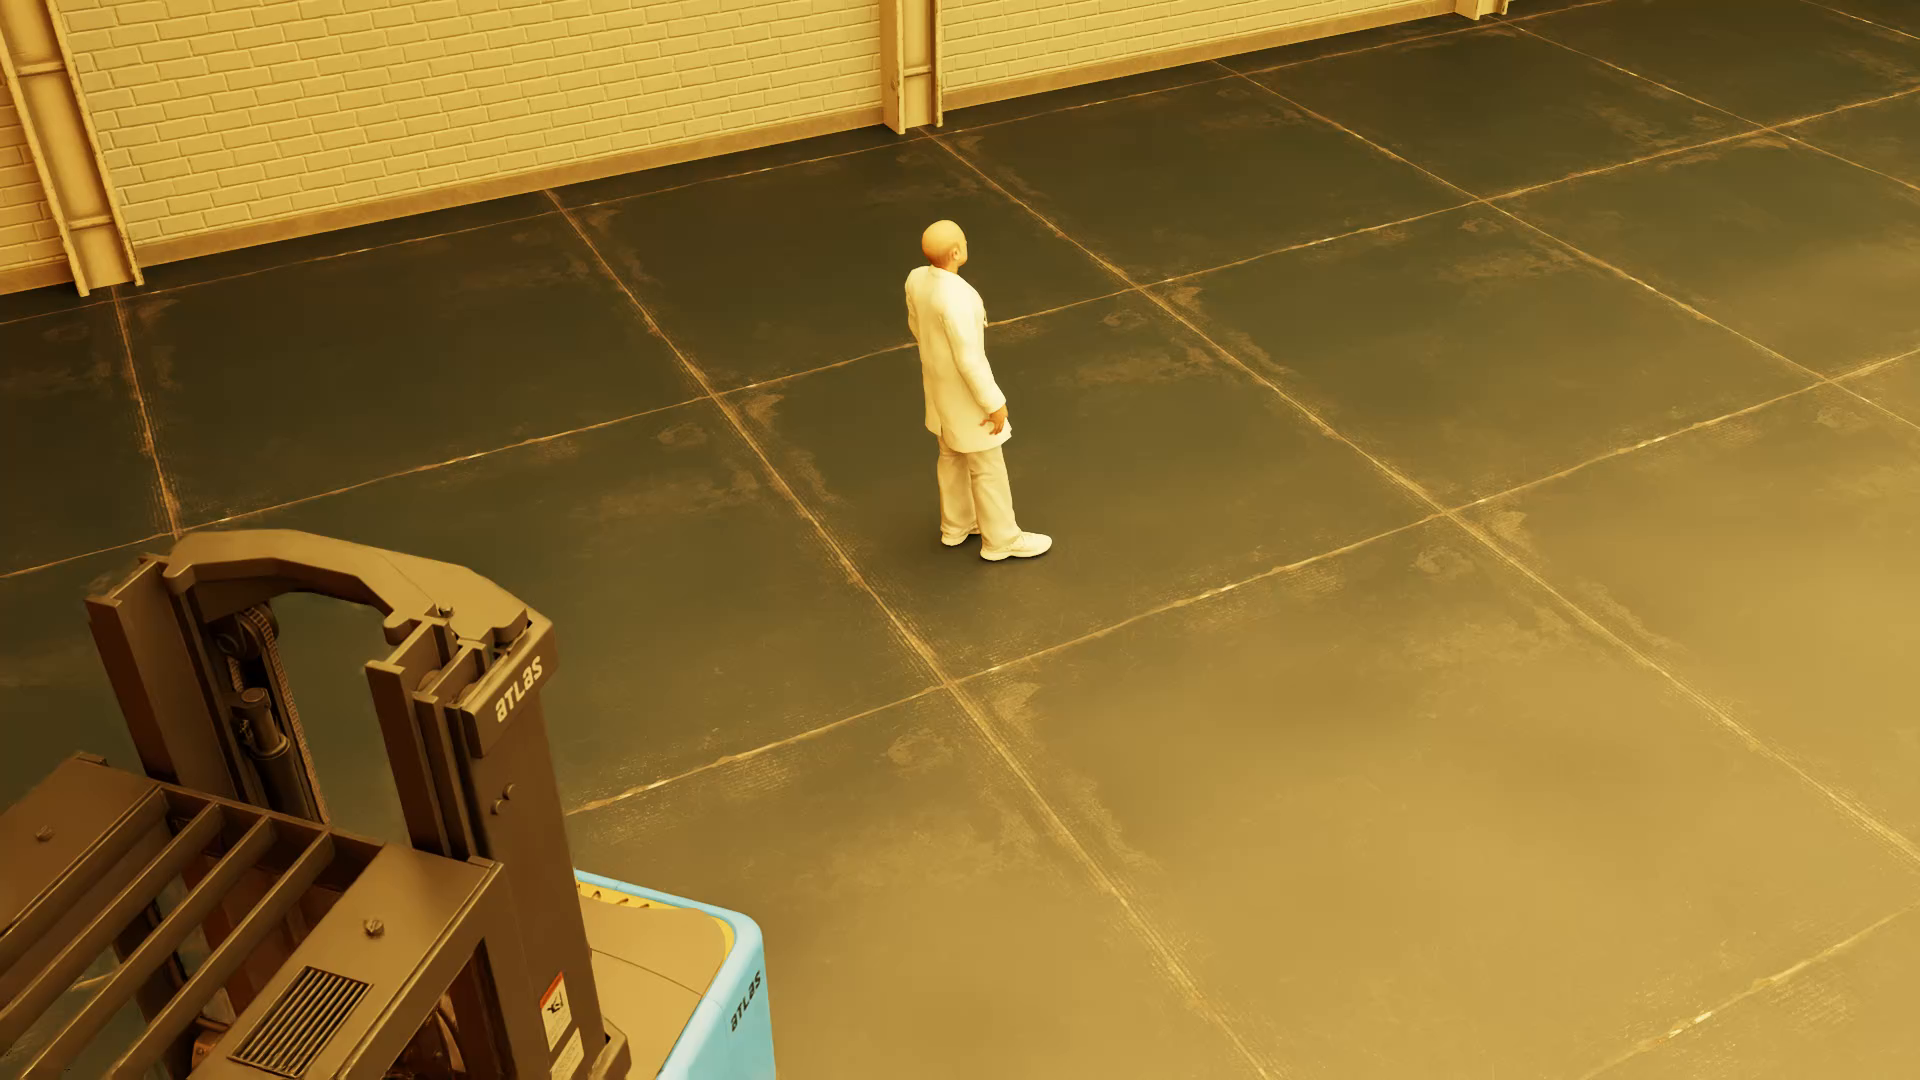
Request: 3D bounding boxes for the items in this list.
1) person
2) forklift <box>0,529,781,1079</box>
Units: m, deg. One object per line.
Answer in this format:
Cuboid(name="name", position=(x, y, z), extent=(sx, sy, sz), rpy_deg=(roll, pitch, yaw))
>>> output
Cuboid(name="person", position=(0.083, -0.754, 8.178), extent=(0.578, 1.777, 0.696), rpy_deg=(-17, 39, -23))
Cuboid(name="forklift", position=(-1.546, 1.570, 3.903), extent=(1.130, 2.935, 3.031), rpy_deg=(11, 37, 15))
